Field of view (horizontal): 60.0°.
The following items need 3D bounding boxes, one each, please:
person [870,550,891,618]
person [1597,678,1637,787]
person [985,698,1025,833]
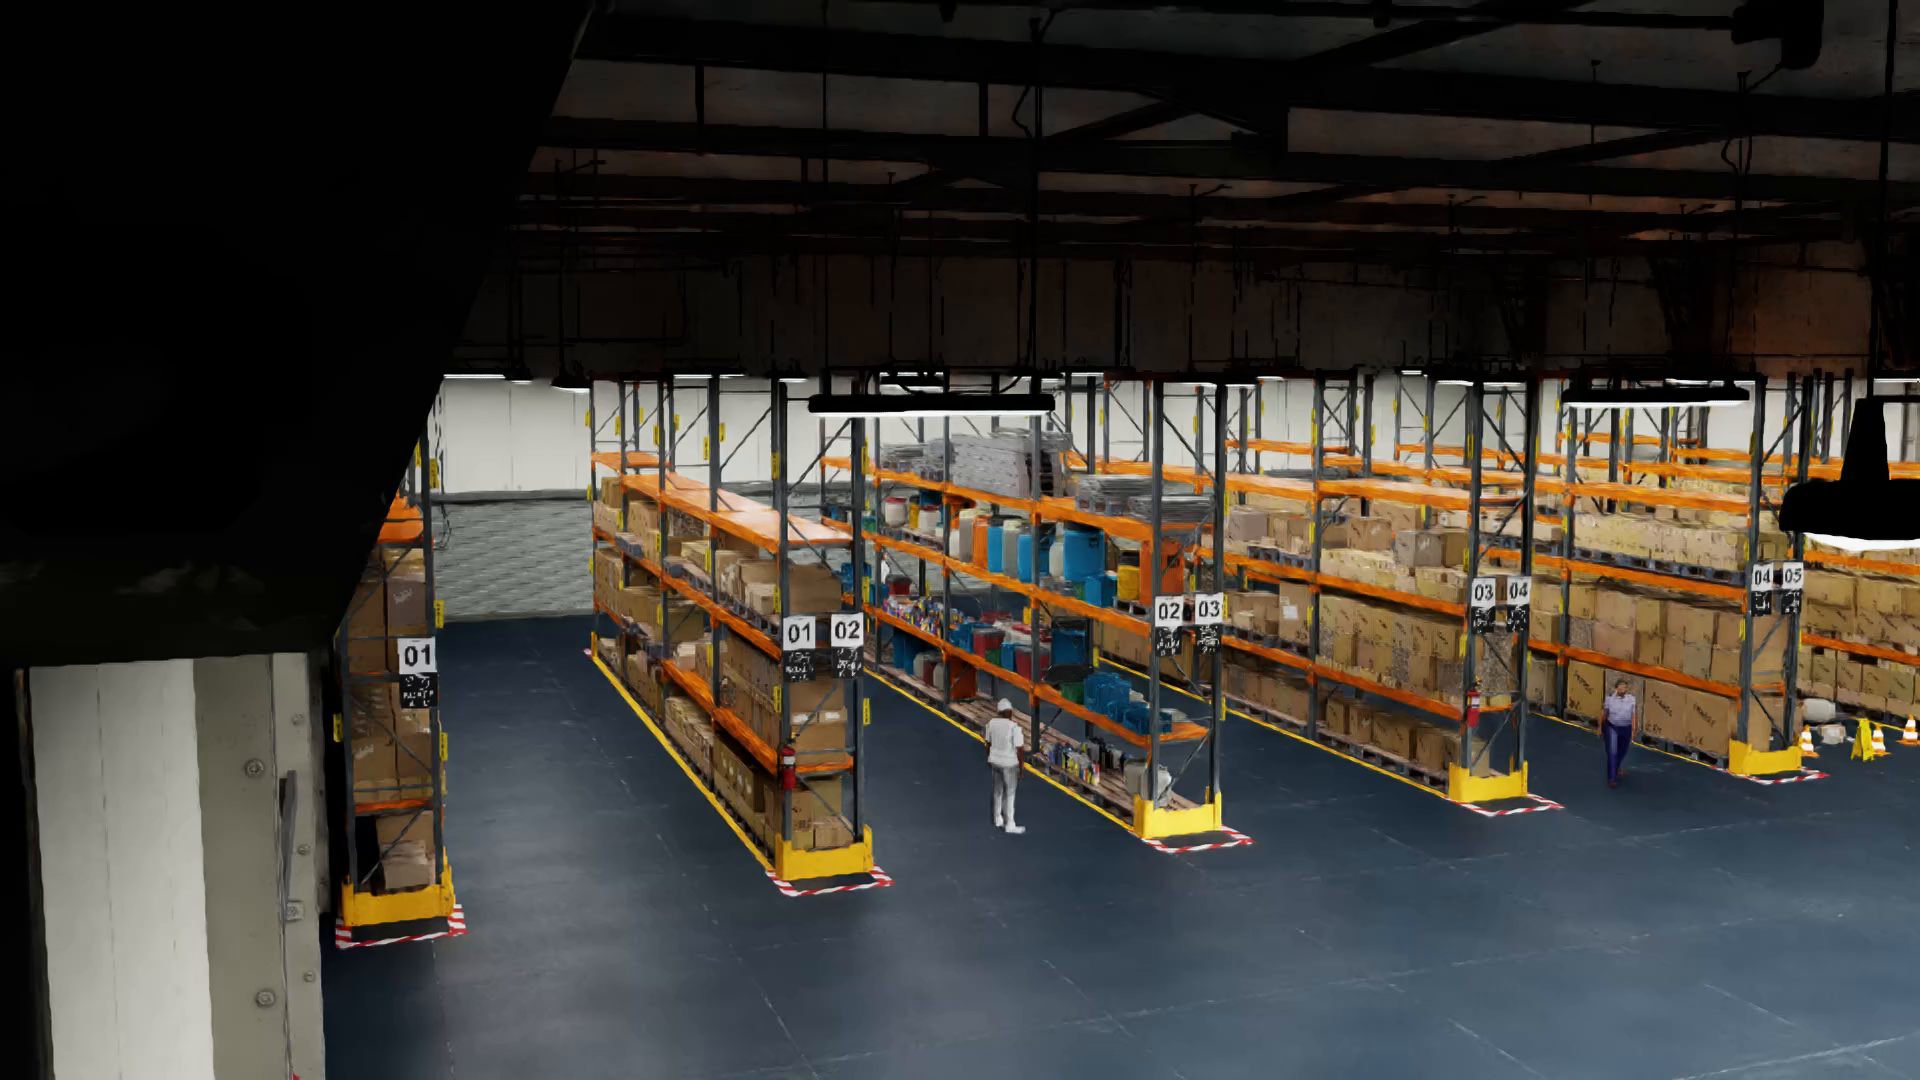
[{"bbox_3d":[-1.916,1.066,39.723,0.454,1.659,0.642,1,6,8],"label":"person"},{"bbox_3d":[9.738,2.801,24.598,0.534,1.582,0.913,0,6,1],"label":"person"},{"bbox_3d":[0.624,2.970,22.123,0.632,1.771,0.447,5,8,39],"label":"person"}]
